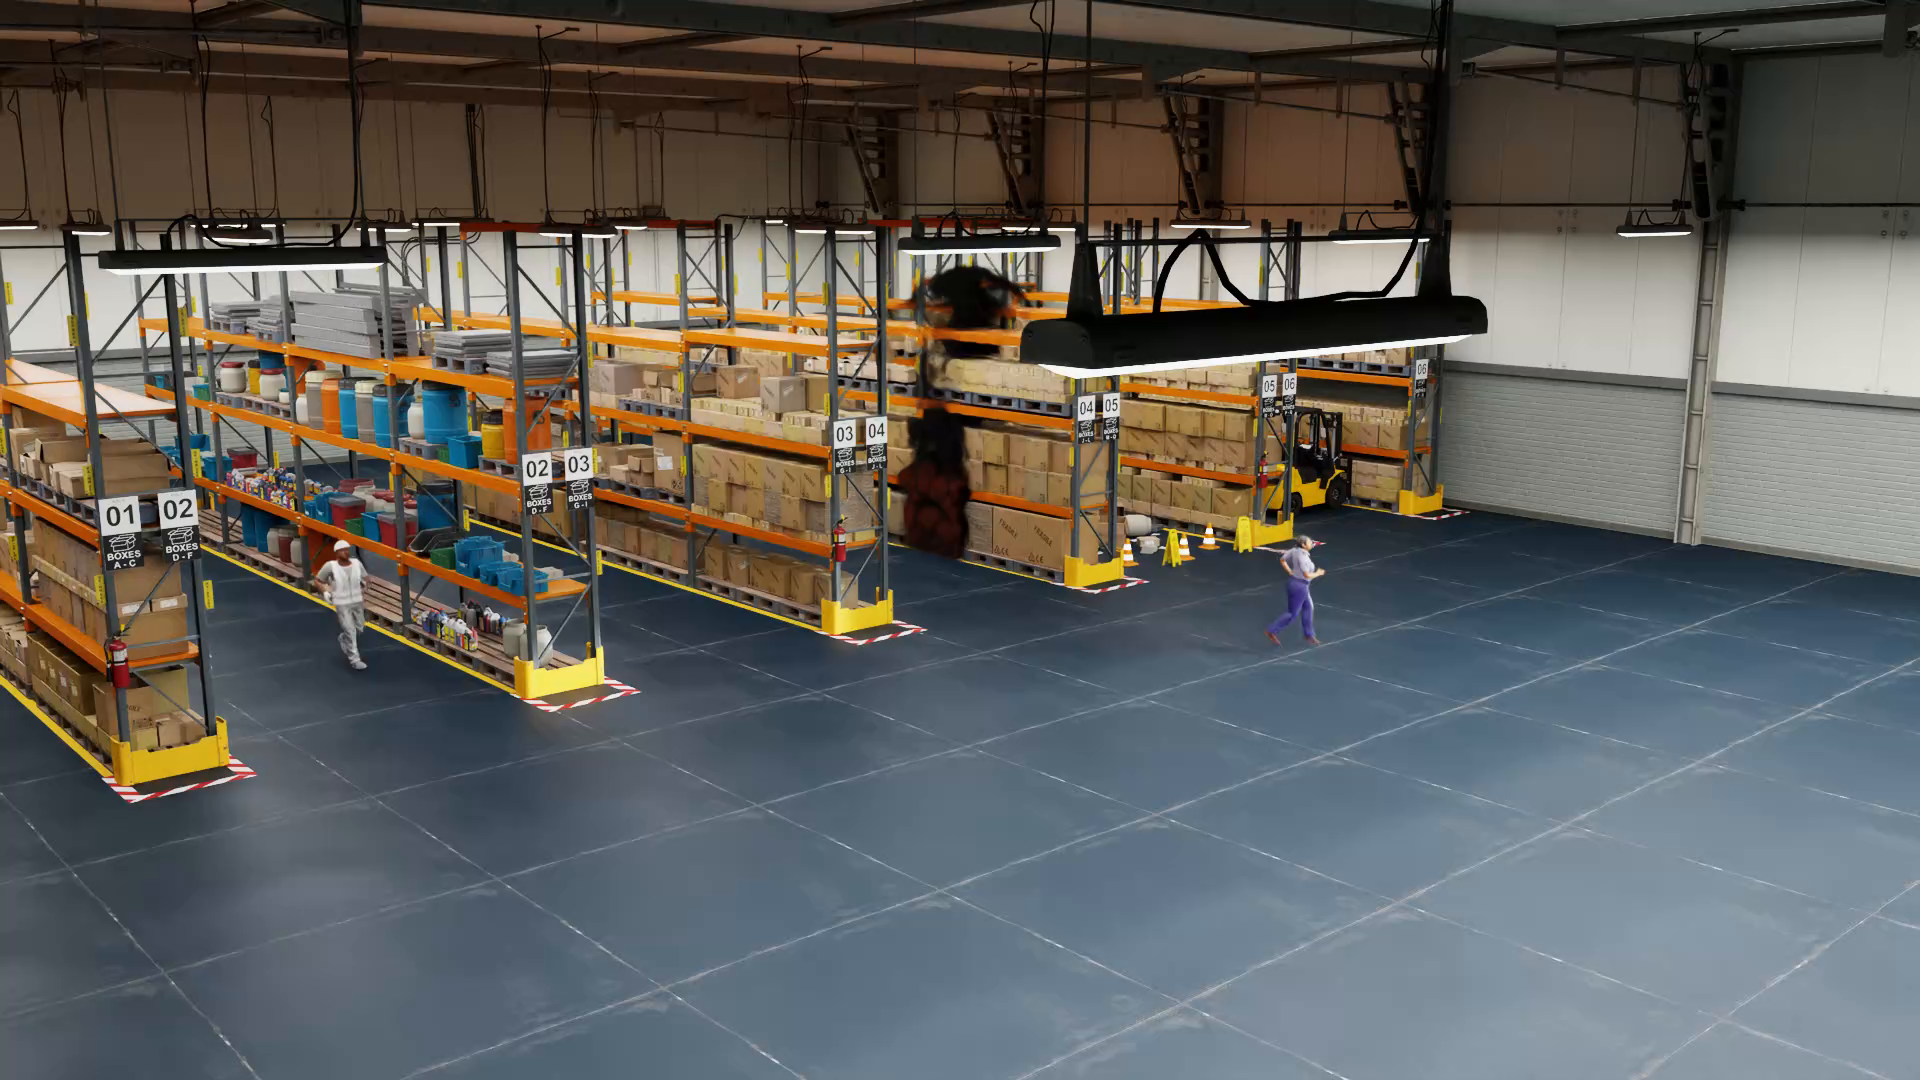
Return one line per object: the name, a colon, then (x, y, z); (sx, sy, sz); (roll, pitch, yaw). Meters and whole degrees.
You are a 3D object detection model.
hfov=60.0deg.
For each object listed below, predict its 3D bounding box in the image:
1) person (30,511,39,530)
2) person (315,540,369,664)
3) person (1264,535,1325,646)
person: (-17.317, -0.618, 30.897); (0.772, 1.645, 0.617); (10, 15, 40)
person: (-8.529, 0.839, 23.076); (0.784, 1.704, 0.696); (11, 16, 43)
person: (4.838, 0.753, 24.039); (0.930, 1.666, 0.583); (-1, 11, -3)
